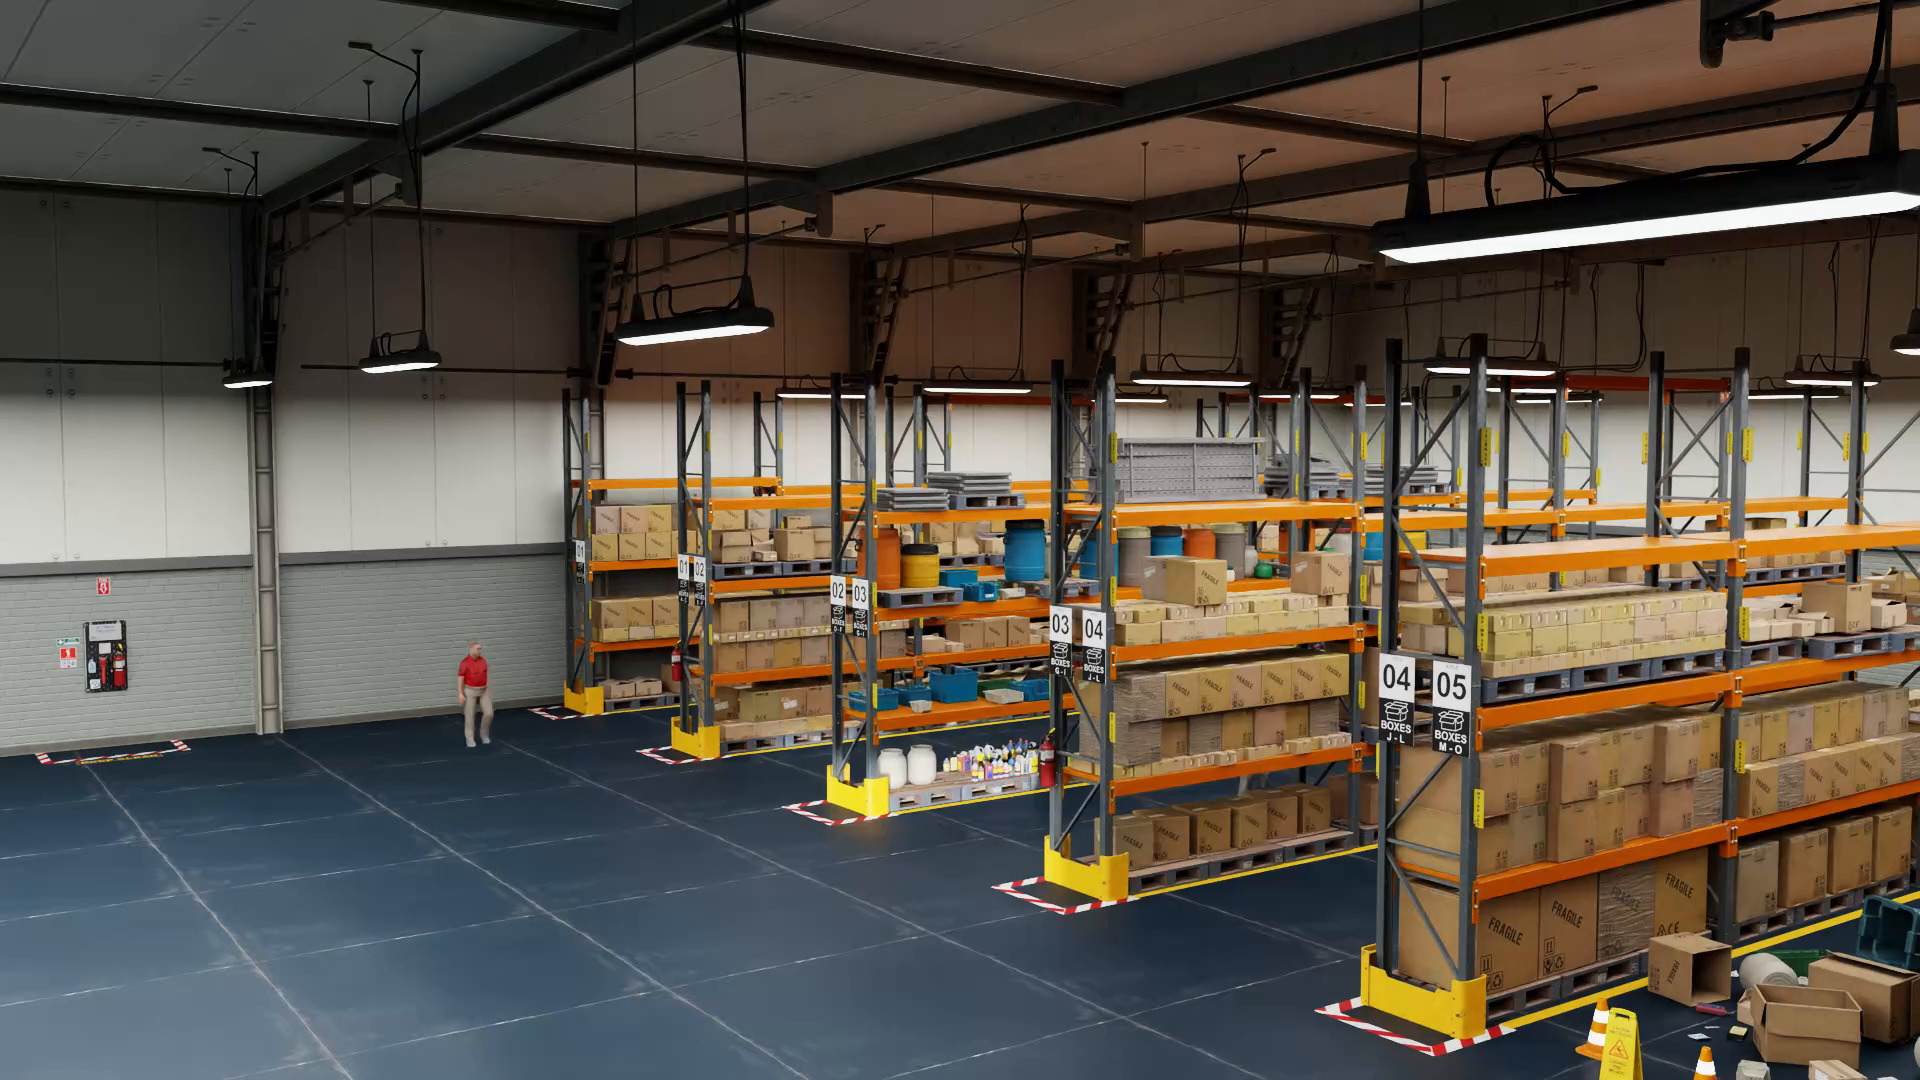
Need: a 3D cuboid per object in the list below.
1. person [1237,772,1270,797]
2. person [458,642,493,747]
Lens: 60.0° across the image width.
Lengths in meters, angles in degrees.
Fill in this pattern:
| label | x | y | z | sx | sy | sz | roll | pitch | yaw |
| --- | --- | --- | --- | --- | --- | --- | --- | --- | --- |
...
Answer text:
| label | x | y | z | sx | sy | sz | roll | pitch | yaw |
| --- | --- | --- | --- | --- | --- | --- | --- | --- | --- |
| person | 4.030 | 2.803 | 23.160 | 0.611 | 1.757 | 0.577 | 2 | 4 | 24 |
| person | -8.044 | 2.563 | 27.536 | 0.384 | 1.759 | 0.624 | 3 | 5 | 41 |
